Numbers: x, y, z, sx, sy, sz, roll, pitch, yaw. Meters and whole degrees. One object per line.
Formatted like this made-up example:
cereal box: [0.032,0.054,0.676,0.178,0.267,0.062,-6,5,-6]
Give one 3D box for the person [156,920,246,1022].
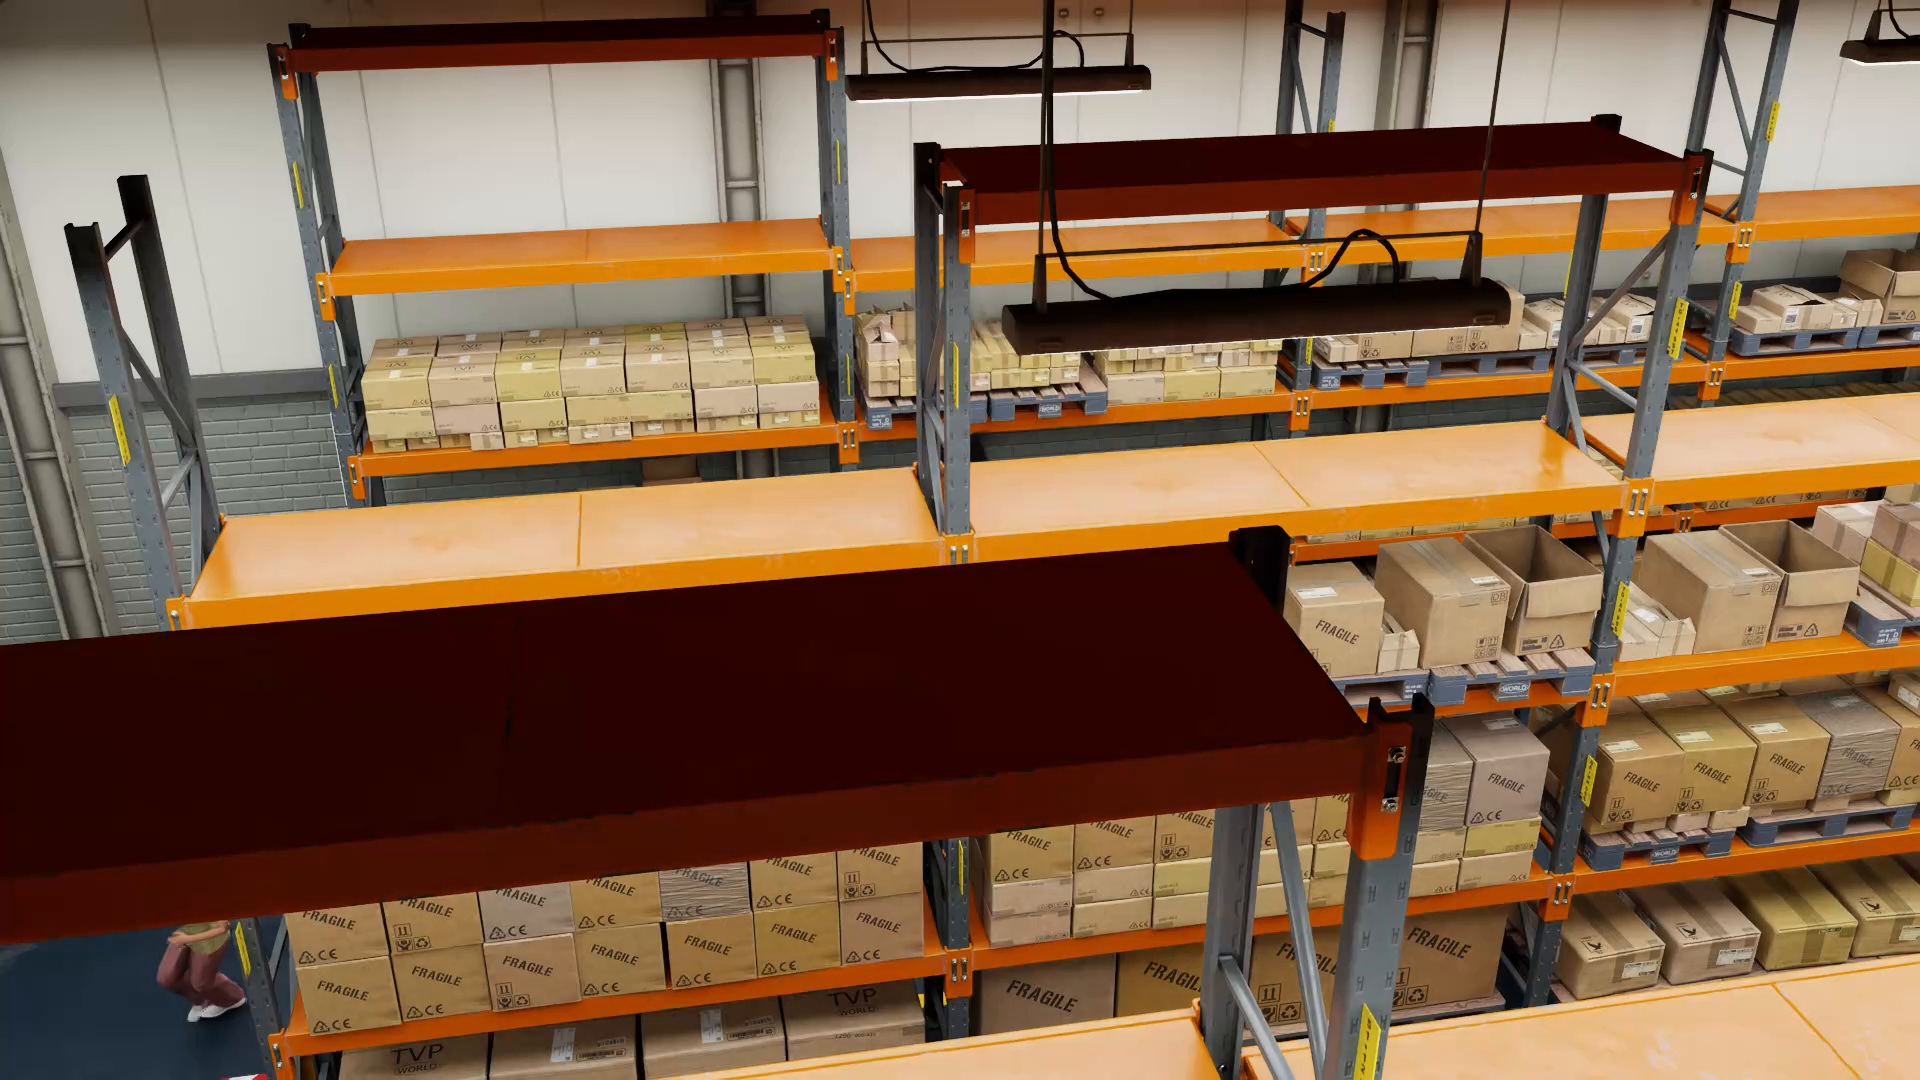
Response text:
person: [-5.023,2.638,11.004,0.664,1.621,0.520,18,31,32]
